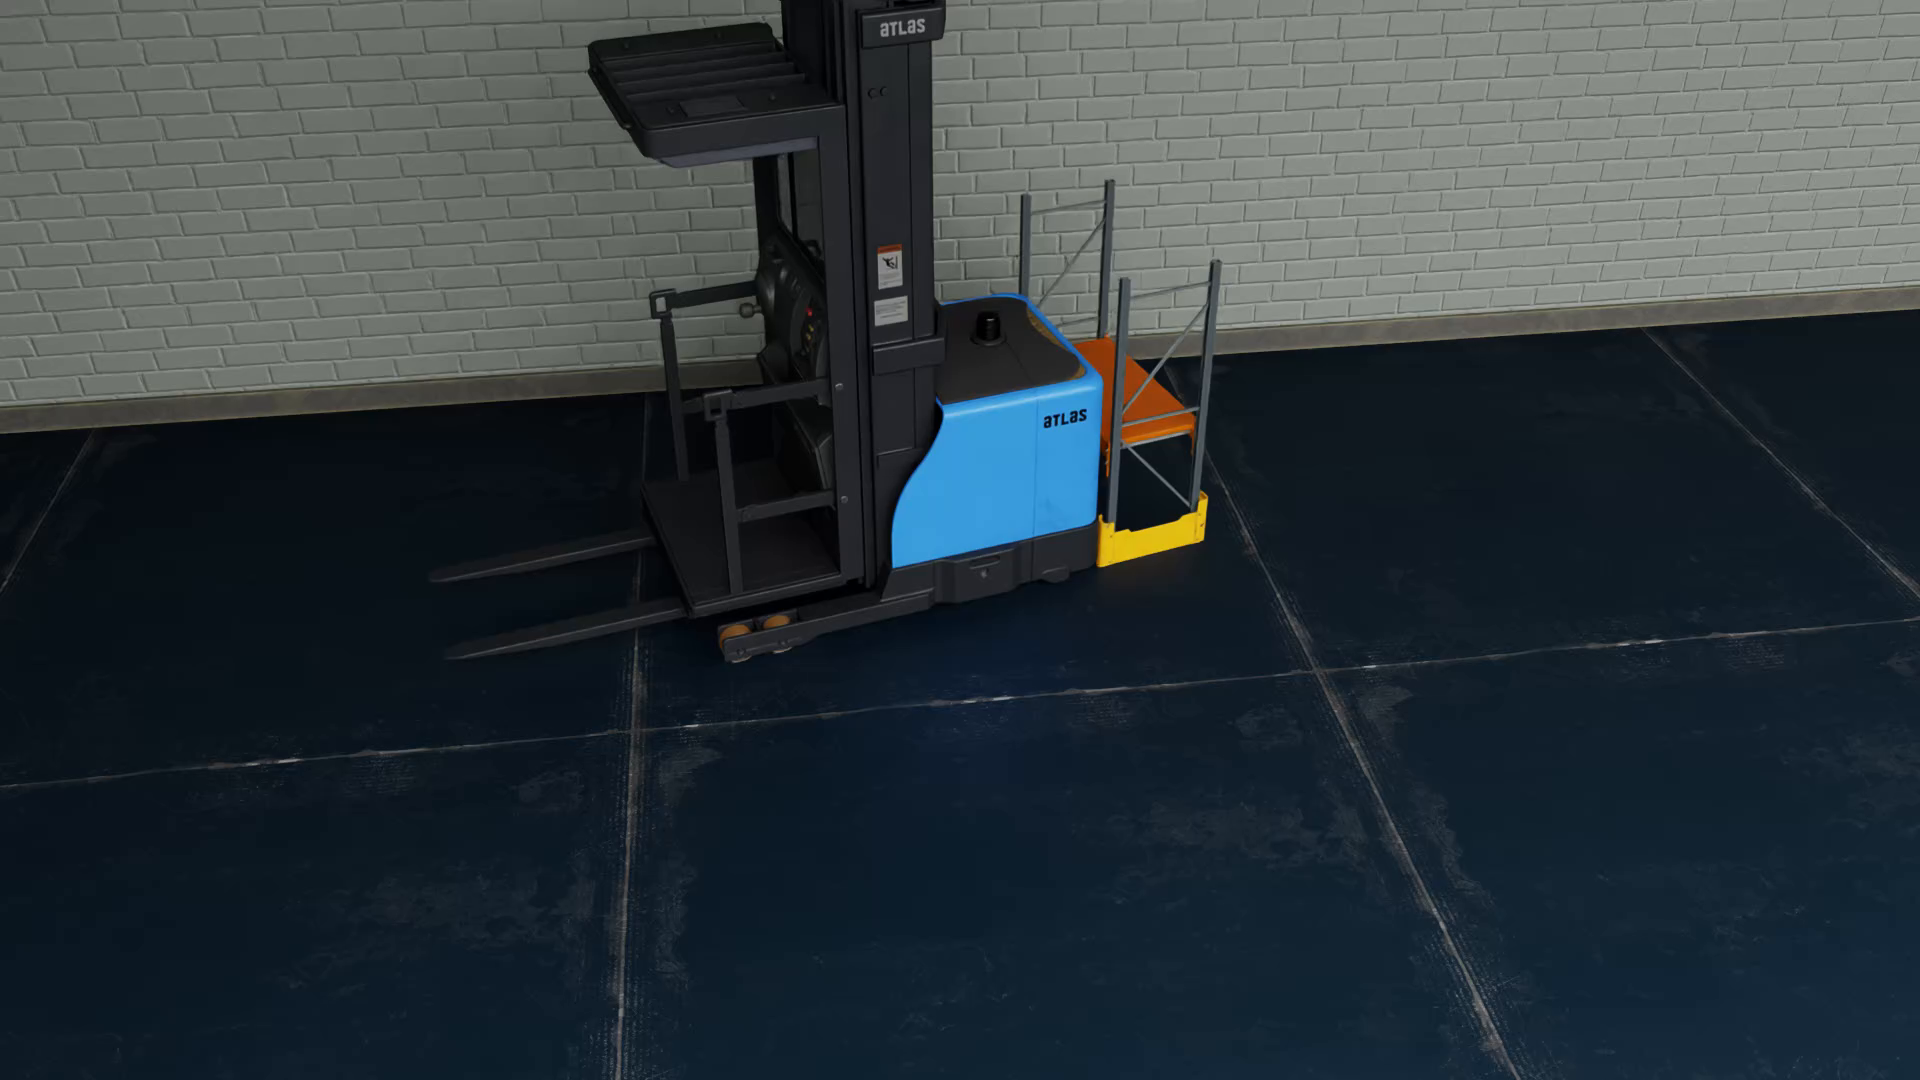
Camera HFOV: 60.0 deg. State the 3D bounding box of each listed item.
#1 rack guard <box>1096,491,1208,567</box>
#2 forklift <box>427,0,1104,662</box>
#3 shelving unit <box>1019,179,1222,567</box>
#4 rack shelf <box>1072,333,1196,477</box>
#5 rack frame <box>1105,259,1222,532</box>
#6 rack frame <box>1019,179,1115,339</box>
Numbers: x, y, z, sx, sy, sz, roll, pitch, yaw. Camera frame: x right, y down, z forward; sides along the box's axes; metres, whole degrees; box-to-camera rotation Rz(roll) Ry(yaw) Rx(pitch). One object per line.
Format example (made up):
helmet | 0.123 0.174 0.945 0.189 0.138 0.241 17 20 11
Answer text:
rack guard | 0.931 -0.057 8.111 0.587 0.250 0.087 -14 37 -19
forklift | -0.912 -1.001 7.117 3.031 2.935 1.130 -12 36 -17
shelving unit | 0.734 -0.831 8.137 0.587 1.500 1.083 -14 37 -19
rack shelf | 0.731 -0.687 8.245 0.538 0.185 1.000 -14 37 -19
rack frame | 0.932 -0.573 7.758 0.500 1.500 0.032 -14 37 -19
rack frame | 0.529 -1.098 8.530 0.500 1.500 0.032 -14 37 -19
